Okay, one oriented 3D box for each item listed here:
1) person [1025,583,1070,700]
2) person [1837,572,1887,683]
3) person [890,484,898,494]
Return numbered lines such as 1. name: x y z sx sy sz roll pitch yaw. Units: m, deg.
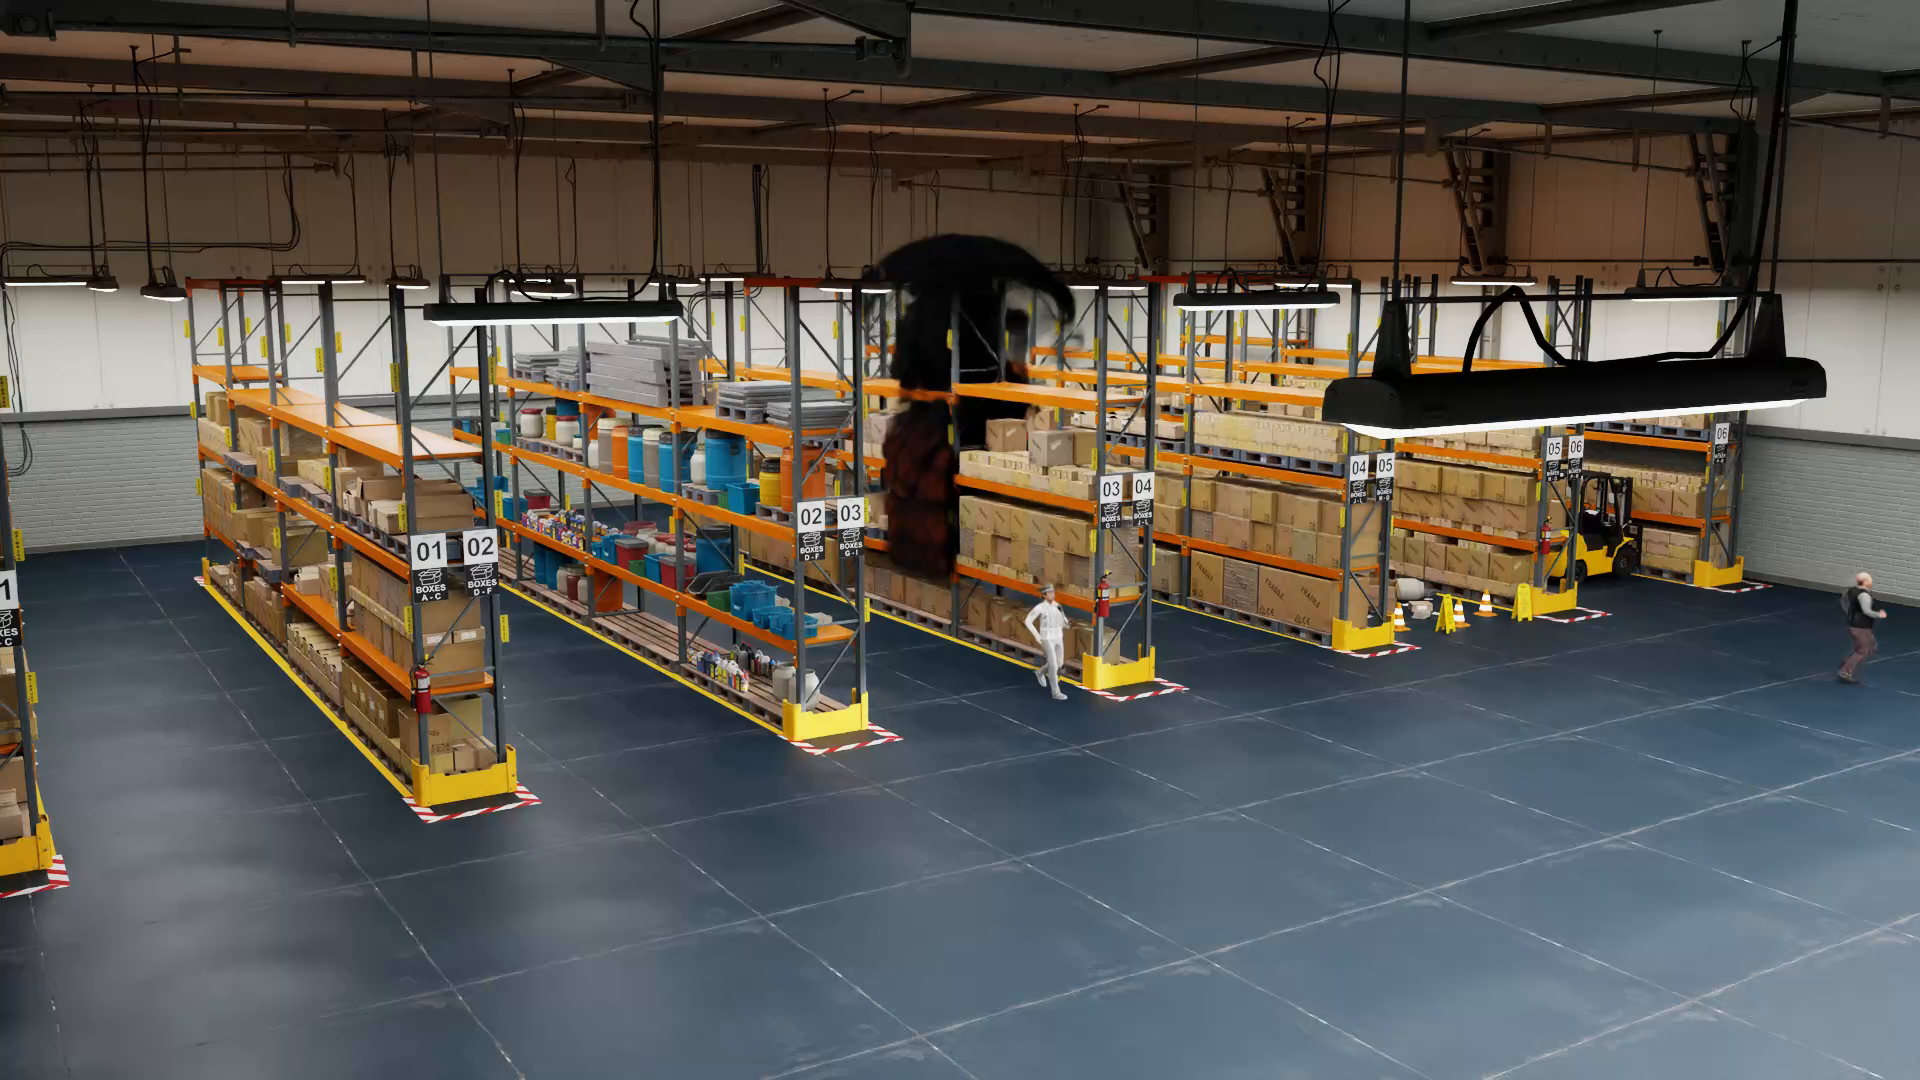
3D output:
1. person: 1.331 1.463 24.298 0.660 1.666 0.803 -7 12 -35
2. person: 13.587 1.317 25.025 0.583 1.690 0.711 2 10 12
3. person: -1.392 -0.249 34.194 0.655 1.807 0.729 -8 12 -38
